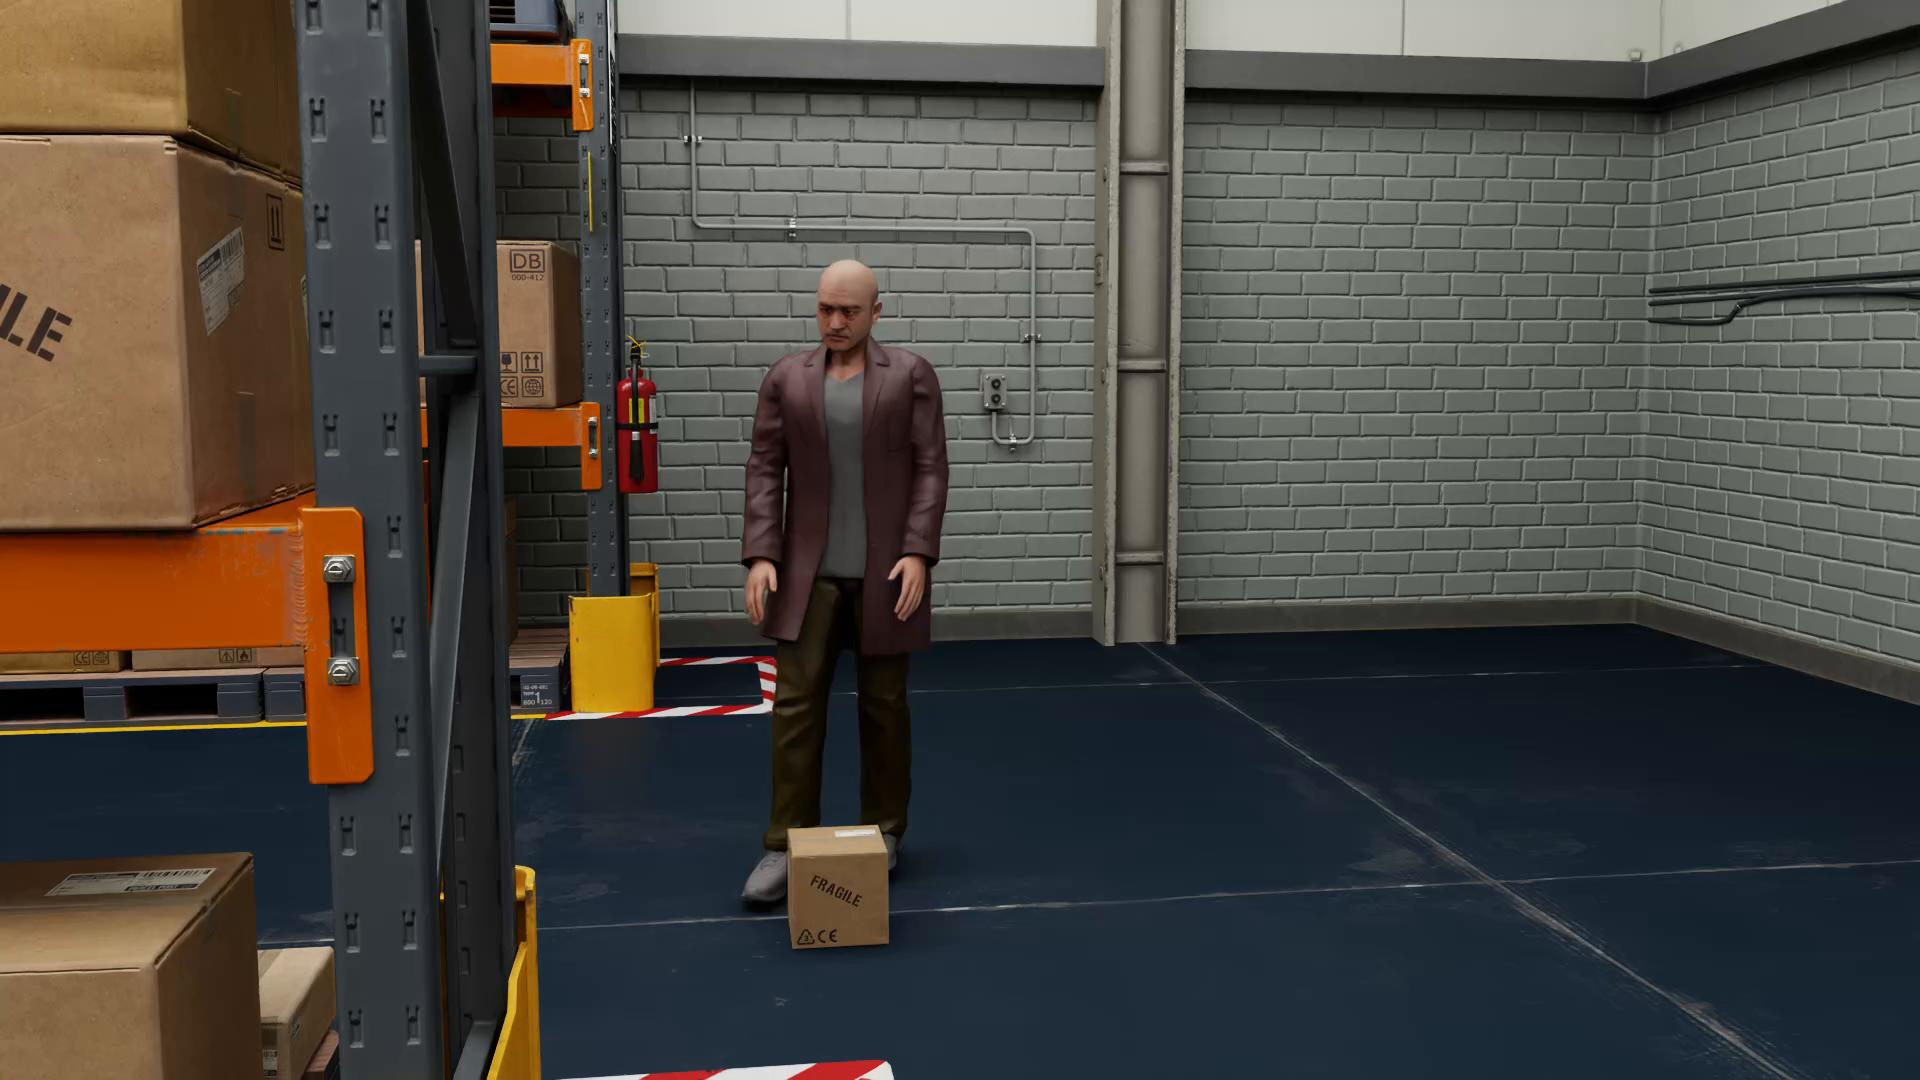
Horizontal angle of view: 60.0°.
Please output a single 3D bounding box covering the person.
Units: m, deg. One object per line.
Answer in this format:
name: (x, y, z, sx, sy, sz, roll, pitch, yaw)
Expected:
person: (-0.335, 0.097, 4.759, 0.594, 1.777, 0.624, 0, 6, 4)
